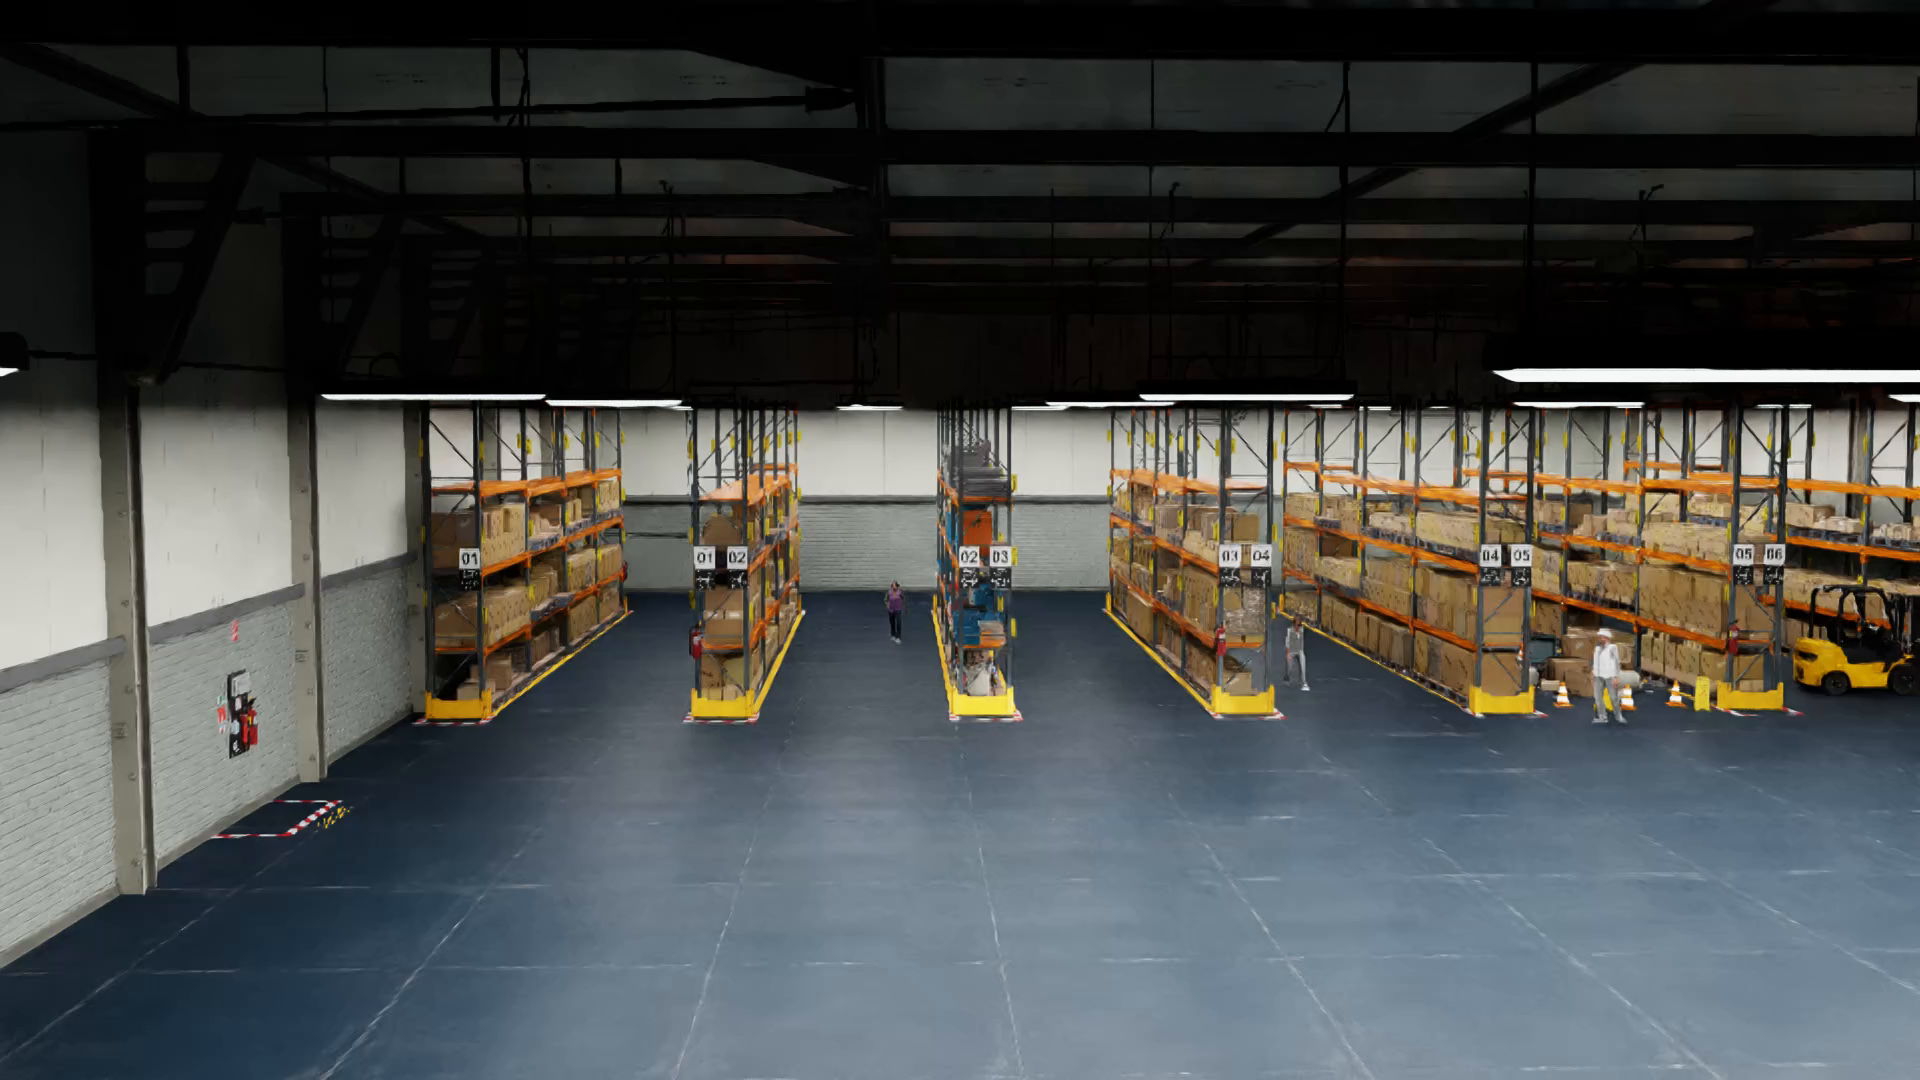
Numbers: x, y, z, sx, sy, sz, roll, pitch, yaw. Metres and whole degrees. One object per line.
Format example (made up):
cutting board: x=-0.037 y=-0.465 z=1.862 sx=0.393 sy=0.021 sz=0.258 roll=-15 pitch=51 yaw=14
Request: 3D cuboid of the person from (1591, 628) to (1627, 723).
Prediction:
person: x=11.924 y=2.489 z=30.573 sx=0.544 sy=1.766 sz=0.631 roll=-3 pitch=5 yaw=-31

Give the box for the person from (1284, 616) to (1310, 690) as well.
person: x=6.906 y=2.300 z=34.282 sx=0.419 sy=1.514 sz=1.038 roll=0 pitch=4 yaw=-5

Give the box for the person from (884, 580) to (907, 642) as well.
person: x=-1.618 y=1.753 z=41.507 sx=0.562 sy=1.530 sz=0.815 roll=0 pitch=4 yaw=4

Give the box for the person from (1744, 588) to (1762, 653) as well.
person: x=18.485 y=1.906 z=38.900 sx=0.561 sy=1.599 sz=0.588 roll=2 pitch=5 yaw=21

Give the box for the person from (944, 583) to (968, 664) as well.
person: x=-0.083 y=1.820 z=36.403 sx=0.493 sy=1.792 sz=0.621 roll=-1 pitch=4 yaw=-10
